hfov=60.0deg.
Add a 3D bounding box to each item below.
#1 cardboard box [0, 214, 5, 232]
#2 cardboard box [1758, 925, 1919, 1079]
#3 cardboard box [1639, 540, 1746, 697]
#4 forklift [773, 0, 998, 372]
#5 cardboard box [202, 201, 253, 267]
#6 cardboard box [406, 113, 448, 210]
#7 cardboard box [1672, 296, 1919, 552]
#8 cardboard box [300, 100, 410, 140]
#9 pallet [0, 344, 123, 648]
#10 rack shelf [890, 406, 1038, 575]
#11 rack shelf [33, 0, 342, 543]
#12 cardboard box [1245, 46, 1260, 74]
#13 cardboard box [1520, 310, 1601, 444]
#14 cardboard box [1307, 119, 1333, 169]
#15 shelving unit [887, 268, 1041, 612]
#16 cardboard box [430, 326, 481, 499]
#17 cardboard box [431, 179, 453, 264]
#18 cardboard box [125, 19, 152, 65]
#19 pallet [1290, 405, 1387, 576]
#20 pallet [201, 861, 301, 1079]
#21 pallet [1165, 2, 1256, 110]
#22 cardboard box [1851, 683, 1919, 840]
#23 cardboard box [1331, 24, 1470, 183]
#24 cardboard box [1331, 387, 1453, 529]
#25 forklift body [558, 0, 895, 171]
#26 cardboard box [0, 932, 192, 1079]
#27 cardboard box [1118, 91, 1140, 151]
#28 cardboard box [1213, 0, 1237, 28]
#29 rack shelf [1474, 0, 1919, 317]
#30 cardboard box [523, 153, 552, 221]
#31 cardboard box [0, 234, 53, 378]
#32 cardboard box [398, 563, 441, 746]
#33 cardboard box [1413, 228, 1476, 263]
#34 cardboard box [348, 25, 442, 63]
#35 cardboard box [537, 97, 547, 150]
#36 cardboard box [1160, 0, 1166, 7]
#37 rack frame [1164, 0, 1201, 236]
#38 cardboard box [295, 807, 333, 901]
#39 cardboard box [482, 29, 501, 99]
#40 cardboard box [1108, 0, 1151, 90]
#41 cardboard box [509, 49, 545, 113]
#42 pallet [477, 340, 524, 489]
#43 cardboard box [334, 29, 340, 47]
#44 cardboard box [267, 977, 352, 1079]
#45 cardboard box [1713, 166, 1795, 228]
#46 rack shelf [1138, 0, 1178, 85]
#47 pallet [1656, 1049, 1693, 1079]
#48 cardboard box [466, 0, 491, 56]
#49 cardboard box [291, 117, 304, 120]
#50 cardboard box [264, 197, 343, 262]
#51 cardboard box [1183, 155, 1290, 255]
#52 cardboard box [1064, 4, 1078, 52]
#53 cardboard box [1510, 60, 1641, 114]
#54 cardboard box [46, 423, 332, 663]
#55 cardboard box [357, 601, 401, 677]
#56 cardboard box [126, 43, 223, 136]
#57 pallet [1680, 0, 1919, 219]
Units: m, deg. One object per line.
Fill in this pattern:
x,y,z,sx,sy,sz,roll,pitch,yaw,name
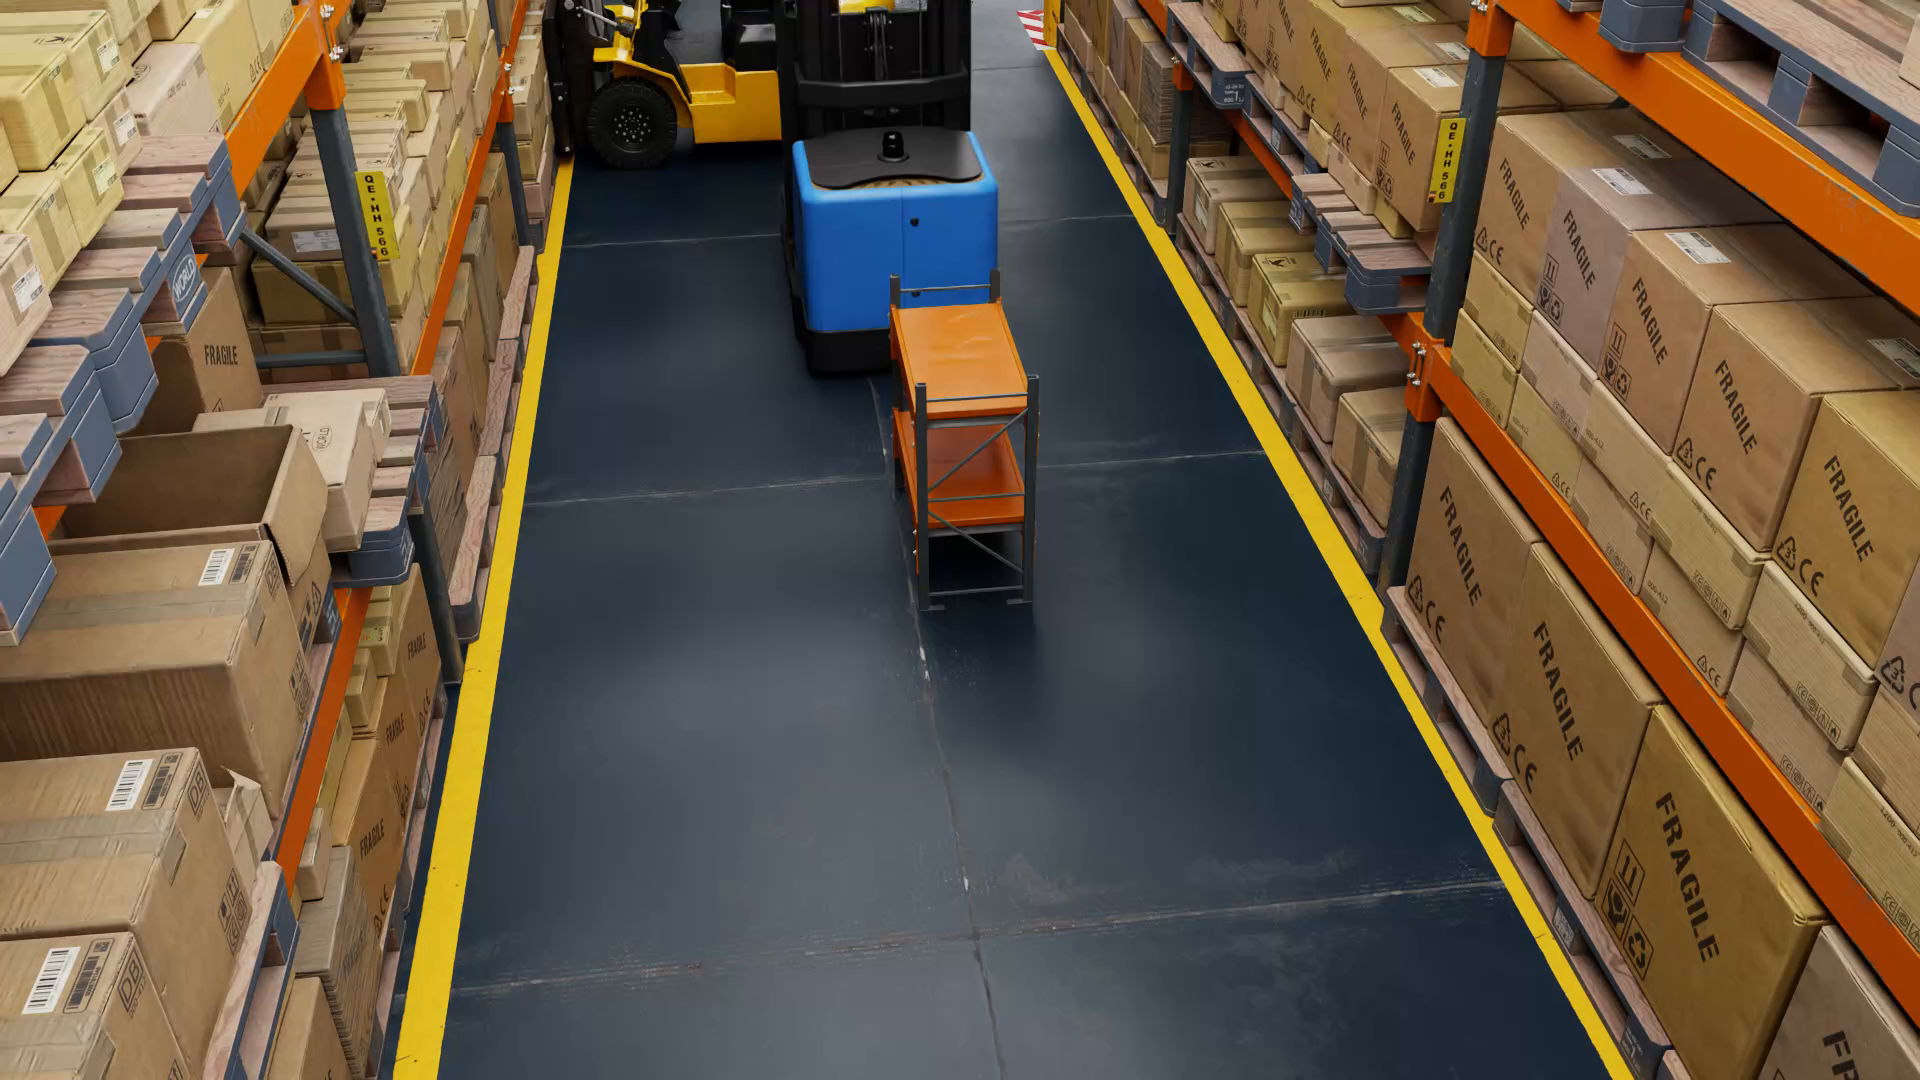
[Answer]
-1.790,-0.506,2.663,0.380,0.149,0.250,-5,35,-7,cardboard box
2.730,1.584,4.276,0.875,0.875,0.875,-3,34,-5,cardboard box
2.392,0.195,4.934,0.500,0.250,0.500,-4,35,-6,cardboard box
-0.519,-2.933,9.452,1.130,2.935,3.031,-5,35,-7,forklift
-2.808,-1.110,6.051,0.380,0.149,0.250,-3,34,-5,cardboard box
-2.500,-1.619,7.151,0.500,0.250,0.500,-5,35,-8,cardboard box
2.374,-0.326,4.588,0.500,0.500,0.500,-4,34,-6,cardboard box
-2.523,-1.718,6.942,0.380,0.149,0.250,-4,34,-6,cardboard box
-2.044,0.066,2.493,1.213,0.211,1.003,-4,35,-6,pallet
0.001,-0.259,7.565,0.538,0.278,1.000,-4,35,-6,rack shelf
-2.294,-0.461,3.738,1.077,0.370,4.000,-4,35,-6,rack shelf
1.710,-2.543,8.669,0.380,0.149,0.250,-4,34,-6,cardboard box
2.247,-0.568,5.608,0.500,0.250,0.500,-4,34,-5,cardboard box
1.815,-1.823,7.611,0.380,0.149,0.250,-4,34,-6,cardboard box
0.001,-0.461,7.428,0.538,1.125,1.048,-4,35,-6,shelving unit
-2.729,-0.540,7.615,0.875,0.625,0.625,-3,34,-5,cardboard box
-2.520,-1.407,7.284,0.500,0.250,0.500,-5,35,-8,cardboard box
-2.191,-1.225,3.999,0.380,0.149,0.250,-4,34,-6,cardboard box
2.251,-0.297,7.998,1.003,0.211,1.213,-4,35,-6,pallet
-2.025,1.222,3.463,1.003,0.211,1.213,-4,35,-6,pallet
1.775,-2.728,9.260,1.003,0.211,1.213,-4,35,-6,pallet
2.518,0.569,3.941,0.500,0.250,0.500,-4,34,-5,cardboard box
1.938,-1.871,7.106,0.500,0.500,0.500,-5,35,-7,cardboard box
2.289,-0.417,7.658,0.950,0.372,0.625,-7,35,-10,cardboard box
-1.576,-3.828,11.458,2.313,2.155,1.214,-4,35,-6,forklift body
-1.869,1.096,3.017,0.700,0.500,0.500,-4,34,-5,cardboard box
1.389,-2.888,11.393,0.500,0.250,0.500,-5,35,-8,cardboard box
1.664,-3.020,8.792,0.500,0.500,0.500,-4,35,-6,cardboard box
2.624,-0.839,4.293,1.077,0.370,4.000,-4,35,-6,rack shelf
-2.838,-2.199,10.382,0.500,0.250,0.500,-4,34,-6,cardboard box
-1.752,-0.379,2.740,0.380,0.149,0.250,-4,34,-6,cardboard box
-2.293,0.444,6.281,0.500,0.500,0.500,-3,34,-5,cardboard box
2.078,-1.248,6.767,0.380,0.149,0.250,-3,34,-5,cardboard box
-2.634,-2.292,7.784,0.380,0.149,0.250,-4,34,-6,cardboard box
-2.930,-2.685,10.651,0.500,0.250,0.500,-5,35,-7,cardboard box
1.431,-3.436,10.352,0.380,0.149,0.250,-4,34,-5,cardboard box
1.817,-3.245,9.848,1.000,3.000,0.127,-4,35,-6,rack frame
-2.095,0.955,4.956,0.380,0.149,0.250,-6,35,-9,cardboard box
-2.774,-2.544,8.952,0.500,0.250,0.500,-4,34,-5,cardboard box
1.331,-3.470,11.582,0.500,0.500,0.500,-3,34,-4,cardboard box
-2.914,-2.897,10.519,0.500,0.250,0.500,-4,35,-6,cardboard box
-2.796,-0.624,8.478,1.003,0.211,1.213,-4,35,-6,pallet
-3.187,-2.389,7.927,0.380,0.149,0.250,-4,35,-6,cardboard box
-2.012,1.594,4.593,0.500,0.500,0.500,-5,35,-8,cardboard box
2.761,-0.913,5.449,0.500,0.500,0.500,-4,34,-6,cardboard box
1.548,-4.064,11.688,1.077,0.370,4.000,-4,35,-6,rack shelf
2.714,1.947,4.706,1.003,0.211,1.213,-4,35,-6,pallet
-2.782,-2.757,8.821,0.500,0.250,0.500,-5,35,-7,cardboard box
-3.094,-1.855,7.498,0.500,0.250,0.500,-5,35,-7,cardboard box
-2.314,-1.144,6.101,0.380,0.149,0.250,-3,34,-5,cardboard box
1.890,-2.040,10.041,0.950,0.372,0.625,-4,34,-6,cardboard box
1.113,-4.043,13.088,0.500,0.250,0.500,-5,35,-7,cardboard box
2.524,-1.619,6.737,0.500,0.500,0.500,-5,35,-8,cardboard box
-2.161,0.046,4.555,0.797,0.503,0.637,-5,35,-7,cardboard box
-2.179,0.363,5.825,0.380,0.149,0.250,-6,35,-9,cardboard box
-2.118,-0.985,4.001,0.500,0.250,0.500,-4,35,-6,cardboard box
2.647,-1.195,4.344,1.003,0.211,1.213,-3,34,-4,pallet
